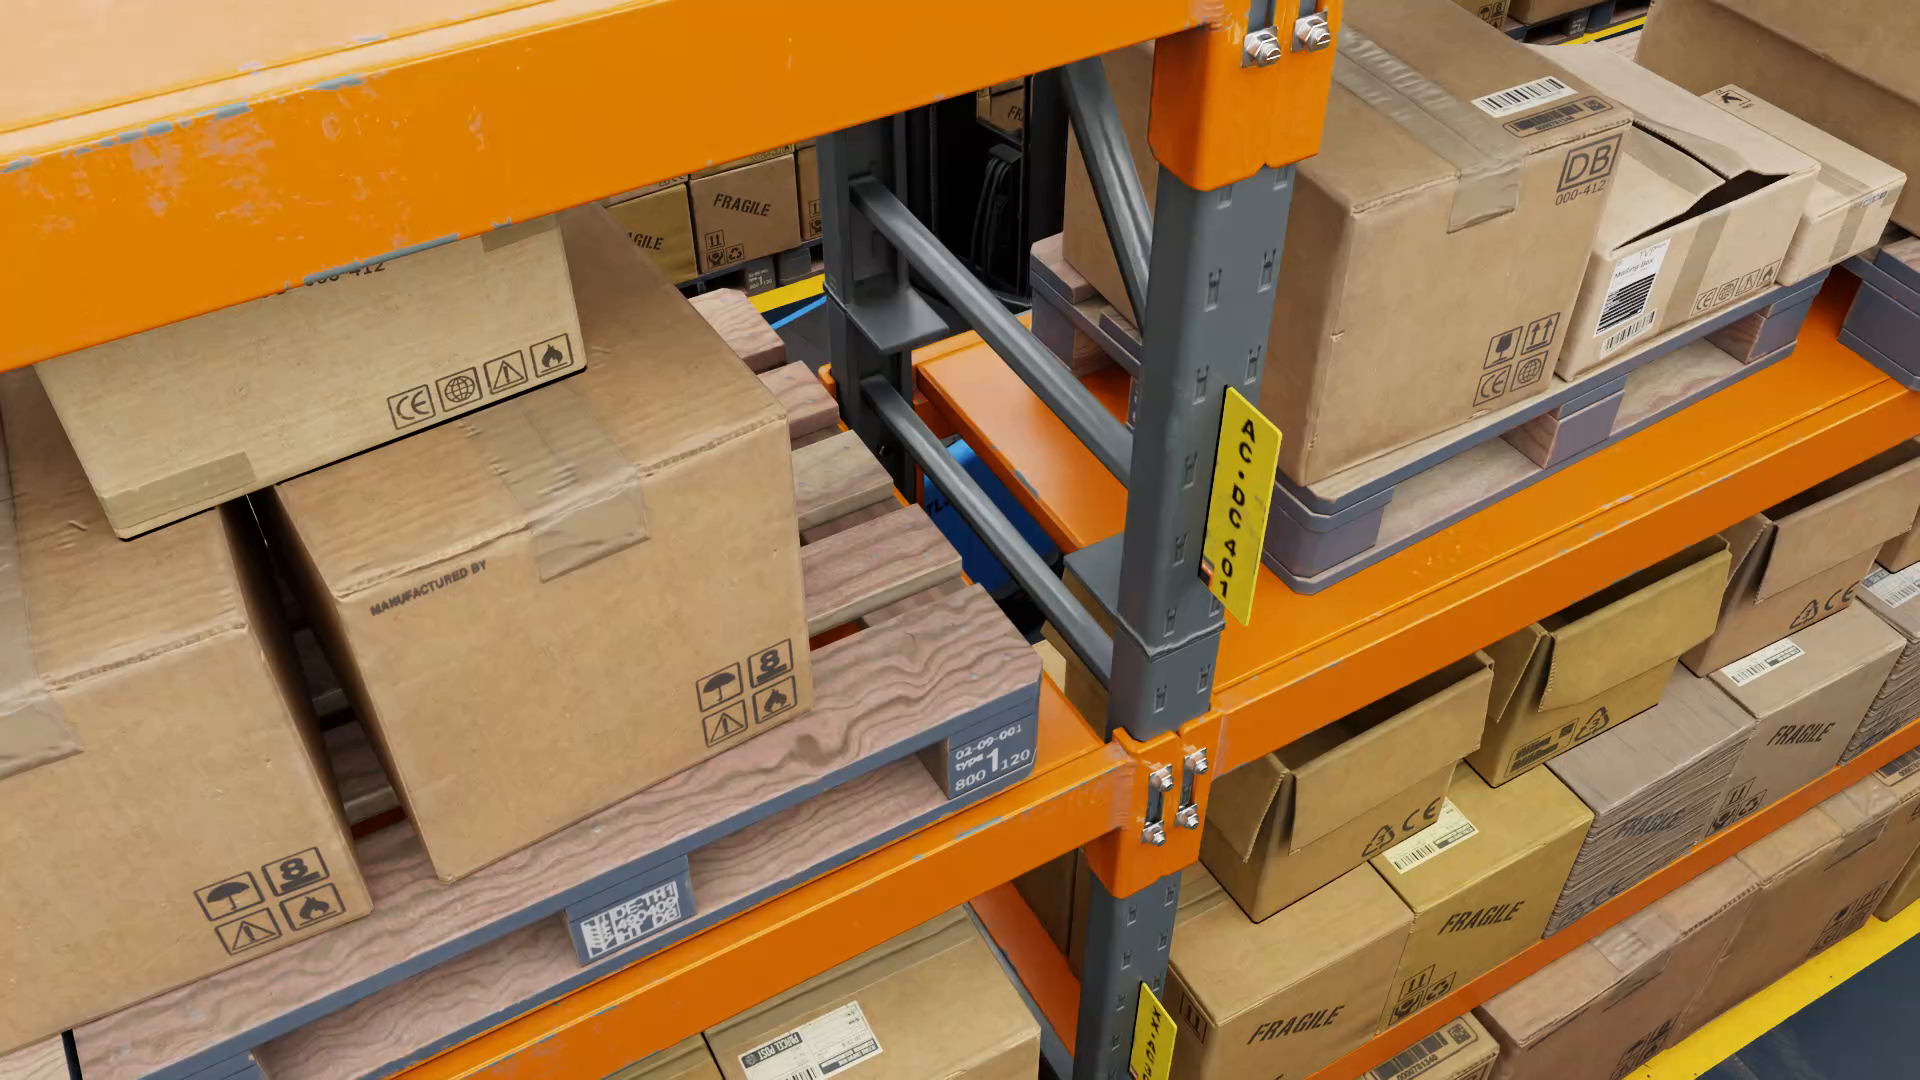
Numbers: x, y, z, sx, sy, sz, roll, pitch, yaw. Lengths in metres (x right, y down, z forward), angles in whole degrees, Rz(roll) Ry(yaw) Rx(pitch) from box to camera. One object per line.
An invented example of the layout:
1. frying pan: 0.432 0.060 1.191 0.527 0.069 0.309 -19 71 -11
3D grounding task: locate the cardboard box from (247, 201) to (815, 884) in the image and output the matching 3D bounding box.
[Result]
1. cardboard box: -0.583 -0.071 2.070 0.500 0.500 0.700 -25 49 -23

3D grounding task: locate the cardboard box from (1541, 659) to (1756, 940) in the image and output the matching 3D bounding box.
1. cardboard box: 1.458 0.528 3.981 0.500 0.500 0.500 -23 49 -22

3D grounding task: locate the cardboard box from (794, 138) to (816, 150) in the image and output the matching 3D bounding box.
1. cardboard box: -0.641 -2.090 7.704 0.500 0.250 0.500 -20 48 -19

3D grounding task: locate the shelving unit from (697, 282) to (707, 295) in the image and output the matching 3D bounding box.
1. shelving unit: -1.127 -0.089 5.765 0.755 1.500 0.431 -15 46 -15

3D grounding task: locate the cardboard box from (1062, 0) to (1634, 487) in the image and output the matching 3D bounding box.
1. cardboard box: 0.563 -0.550 2.636 0.500 0.500 0.700 -21 48 -20

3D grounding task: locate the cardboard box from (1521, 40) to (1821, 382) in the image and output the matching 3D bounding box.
1. cardboard box: 1.061 -0.601 2.824 0.500 0.311 0.500 -23 49 -22

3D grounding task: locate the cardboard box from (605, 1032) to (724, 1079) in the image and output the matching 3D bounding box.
1. cardboard box: -0.637 1.091 2.828 0.500 0.500 0.500 -21 48 -21

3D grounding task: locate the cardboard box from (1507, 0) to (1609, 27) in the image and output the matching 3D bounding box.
1. cardboard box: 3.287 -3.627 9.647 0.750 0.750 1.050 -22 48 -21

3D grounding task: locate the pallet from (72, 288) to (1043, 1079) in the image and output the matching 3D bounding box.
1. pallet: -0.649 0.153 2.348 1.213 0.211 1.003 -22 48 -21

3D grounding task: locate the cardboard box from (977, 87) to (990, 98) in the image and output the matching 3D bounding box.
1. cardboard box: -0.193 -2.276 7.896 0.500 0.250 0.500 -21 48 -20

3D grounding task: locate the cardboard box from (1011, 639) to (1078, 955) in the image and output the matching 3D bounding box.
1. cardboard box: 0.335 0.557 3.950 0.500 0.500 0.500 -22 48 -21

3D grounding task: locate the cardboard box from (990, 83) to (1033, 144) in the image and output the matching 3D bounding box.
1. cardboard box: 0.258 -2.187 8.343 0.500 0.500 0.500 -20 48 -19

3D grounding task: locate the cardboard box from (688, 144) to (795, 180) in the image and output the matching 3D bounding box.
1. cardboard box: -1.085 -1.916 7.525 0.500 0.250 0.500 -21 48 -20

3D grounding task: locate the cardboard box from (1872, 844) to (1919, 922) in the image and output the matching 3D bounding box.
1. cardboard box: 2.925 0.371 5.438 0.875 0.875 1.225 -24 49 -23

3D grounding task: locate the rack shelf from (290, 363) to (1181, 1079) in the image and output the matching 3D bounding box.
1. rack shelf: -1.669 0.796 2.139 4.000 0.370 1.077 -22 48 -21

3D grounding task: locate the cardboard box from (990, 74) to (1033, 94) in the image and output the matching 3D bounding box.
1. cardboard box: 0.255 -2.443 8.068 0.500 0.250 0.500 -21 48 -20

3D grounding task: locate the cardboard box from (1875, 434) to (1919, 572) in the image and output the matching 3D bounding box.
1. cardboard box: 2.325 -0.395 4.211 0.637 0.503 0.797 -21 48 -20

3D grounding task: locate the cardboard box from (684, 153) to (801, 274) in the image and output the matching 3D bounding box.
1. cardboard box: -1.087 -1.644 7.784 0.500 0.500 0.500 -20 48 -19

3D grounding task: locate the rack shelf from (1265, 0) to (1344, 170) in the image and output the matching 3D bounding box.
1. rack shelf: 1.799 -1.525 2.663 4.000 0.370 1.077 -22 48 -21

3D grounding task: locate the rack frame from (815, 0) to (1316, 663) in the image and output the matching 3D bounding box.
1. rack frame: 0.065 -1.232 1.558 0.127 3.000 1.000 -22 48 -21

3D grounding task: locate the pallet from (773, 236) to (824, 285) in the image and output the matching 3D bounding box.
1. pallet: -0.585 -1.806 8.459 1.213 0.211 1.003 -22 48 -21

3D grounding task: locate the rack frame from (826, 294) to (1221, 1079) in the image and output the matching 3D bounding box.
1. rack frame: 0.065 0.921 3.648 0.127 3.000 1.000 -22 48 -21

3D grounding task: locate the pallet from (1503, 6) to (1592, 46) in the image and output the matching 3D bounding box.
1. pallet: 2.928 -3.145 9.839 1.213 0.211 1.003 -22 48 -21

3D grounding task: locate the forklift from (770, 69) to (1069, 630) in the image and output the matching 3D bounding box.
1. forklift: 0.504 -1.388 6.076 3.031 2.935 1.130 -34 53 -30

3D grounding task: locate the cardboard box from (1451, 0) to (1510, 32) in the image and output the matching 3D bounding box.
1. cardboard box: 2.479 -3.303 9.314 0.750 0.750 1.050 -21 48 -20

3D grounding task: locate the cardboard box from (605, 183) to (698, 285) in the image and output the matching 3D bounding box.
1. cardboard box: -1.545 -1.460 7.593 0.500 0.500 0.500 -20 48 -19

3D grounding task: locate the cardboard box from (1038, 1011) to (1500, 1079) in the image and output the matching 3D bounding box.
1. cardboard box: 0.610 1.298 4.483 0.875 0.875 1.225 -22 48 -21

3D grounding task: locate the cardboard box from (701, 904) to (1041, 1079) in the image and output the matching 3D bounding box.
1. cardboard box: -0.200 0.919 3.004 0.500 0.500 0.500 -20 48 -20

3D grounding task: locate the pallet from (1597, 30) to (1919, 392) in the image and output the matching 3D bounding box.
1. pallet: 2.033 -0.831 3.434 1.213 0.211 1.003 -20 47 -19

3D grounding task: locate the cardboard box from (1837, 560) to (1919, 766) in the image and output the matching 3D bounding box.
1. cardboard box: 2.345 0.169 4.350 0.500 0.500 0.500 -23 49 -22

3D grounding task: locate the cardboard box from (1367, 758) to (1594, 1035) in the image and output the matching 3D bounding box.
1. cardboard box: 1.024 0.701 3.802 0.500 0.500 0.500 -22 48 -21

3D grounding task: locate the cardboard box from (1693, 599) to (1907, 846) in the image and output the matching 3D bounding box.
1. cardboard box: 1.904 0.345 4.169 0.500 0.500 0.500 -21 48 -20

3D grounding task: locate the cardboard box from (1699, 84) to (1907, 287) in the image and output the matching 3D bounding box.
1. cardboard box: 1.431 -0.642 2.983 0.250 0.149 0.380 -24 49 -23

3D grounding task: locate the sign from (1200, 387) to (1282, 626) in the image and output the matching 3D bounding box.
1. sign: 0.343 -0.035 2.051 0.005 0.325 0.100 -22 48 -21

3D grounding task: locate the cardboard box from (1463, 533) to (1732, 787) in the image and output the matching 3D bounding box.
1. cardboard box: 1.216 0.067 3.735 0.637 0.503 0.797 -21 48 -21

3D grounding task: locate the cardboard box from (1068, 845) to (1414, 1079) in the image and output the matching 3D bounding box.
1. cardboard box: 0.589 0.876 3.622 0.500 0.500 0.500 -22 48 -21

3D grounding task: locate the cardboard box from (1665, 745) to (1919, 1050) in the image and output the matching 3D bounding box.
1. cardboard box: 2.148 0.676 5.124 0.875 0.875 1.225 -22 48 -21

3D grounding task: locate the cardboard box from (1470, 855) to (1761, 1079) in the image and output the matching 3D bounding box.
1. cardboard box: 1.385 0.988 4.803 0.875 0.875 1.225 -23 49 -22

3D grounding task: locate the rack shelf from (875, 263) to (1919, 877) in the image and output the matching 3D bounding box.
1. rack shelf: 1.799 -0.592 3.569 4.000 0.370 1.077 -22 48 -21

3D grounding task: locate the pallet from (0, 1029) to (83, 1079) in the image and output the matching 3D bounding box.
1. pallet: -1.706 0.574 1.915 1.213 0.211 1.003 -22 48 -21

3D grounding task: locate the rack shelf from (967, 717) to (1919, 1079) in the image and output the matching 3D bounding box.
1. rack shelf: 1.799 0.485 4.613 4.000 0.370 1.077 -22 48 -21

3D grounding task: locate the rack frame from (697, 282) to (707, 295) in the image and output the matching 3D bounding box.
1. rack frame: -0.784 -0.179 5.858 0.023 1.500 0.400 -15 46 -15

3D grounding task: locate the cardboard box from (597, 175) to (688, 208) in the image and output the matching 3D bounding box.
1. cardboard box: -1.546 -1.729 7.333 0.500 0.250 0.500 -24 49 -23

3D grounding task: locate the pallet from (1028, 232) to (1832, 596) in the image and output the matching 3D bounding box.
1. pallet: 0.836 -0.435 3.028 1.217 0.209 0.805 -24 49 -22

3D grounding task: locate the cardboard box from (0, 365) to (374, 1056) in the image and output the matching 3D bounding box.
1. cardboard box: -1.052 0.113 1.880 0.500 0.500 0.700 -19 47 -19

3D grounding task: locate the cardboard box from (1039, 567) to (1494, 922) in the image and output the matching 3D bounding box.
1. cardboard box: 0.615 0.298 3.497 0.637 0.503 0.797 -23 49 -22

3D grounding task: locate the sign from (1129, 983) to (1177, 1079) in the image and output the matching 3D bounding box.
1. sign: 0.343 0.916 2.974 0.005 0.325 0.100 -22 48 -21

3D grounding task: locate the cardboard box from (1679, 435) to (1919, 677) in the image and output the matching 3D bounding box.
1. cardboard box: 1.747 -0.158 3.967 0.637 0.503 0.797 -20 48 -20

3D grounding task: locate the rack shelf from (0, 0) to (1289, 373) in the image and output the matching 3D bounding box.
1. rack shelf: -1.669 -0.137 1.233 4.000 0.370 1.077 -22 48 -21

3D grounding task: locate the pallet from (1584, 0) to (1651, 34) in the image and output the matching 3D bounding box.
1. pallet: 3.987 -3.571 10.278 1.213 0.211 1.003 -22 48 -21

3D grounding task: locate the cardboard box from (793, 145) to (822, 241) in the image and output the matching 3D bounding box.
1. cardboard box: -0.640 -1.834 7.979 0.500 0.500 0.500 -21 48 -20

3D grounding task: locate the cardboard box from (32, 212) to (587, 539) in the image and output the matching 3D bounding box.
1. cardboard box: -0.753 -0.325 1.794 0.500 0.250 0.500 -25 49 -23

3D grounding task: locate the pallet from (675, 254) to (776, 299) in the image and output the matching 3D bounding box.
1. pallet: -1.644 -1.380 8.020 1.213 0.211 1.003 -22 48 -21

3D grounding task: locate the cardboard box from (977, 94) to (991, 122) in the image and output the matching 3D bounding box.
1. cardboard box: -0.193 -1.994 8.144 0.500 0.500 0.500 -24 49 -23

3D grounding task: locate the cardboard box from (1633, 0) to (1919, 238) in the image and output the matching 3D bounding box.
1. cardboard box: 1.773 -1.010 3.107 0.637 0.503 0.797 -22 48 -21
